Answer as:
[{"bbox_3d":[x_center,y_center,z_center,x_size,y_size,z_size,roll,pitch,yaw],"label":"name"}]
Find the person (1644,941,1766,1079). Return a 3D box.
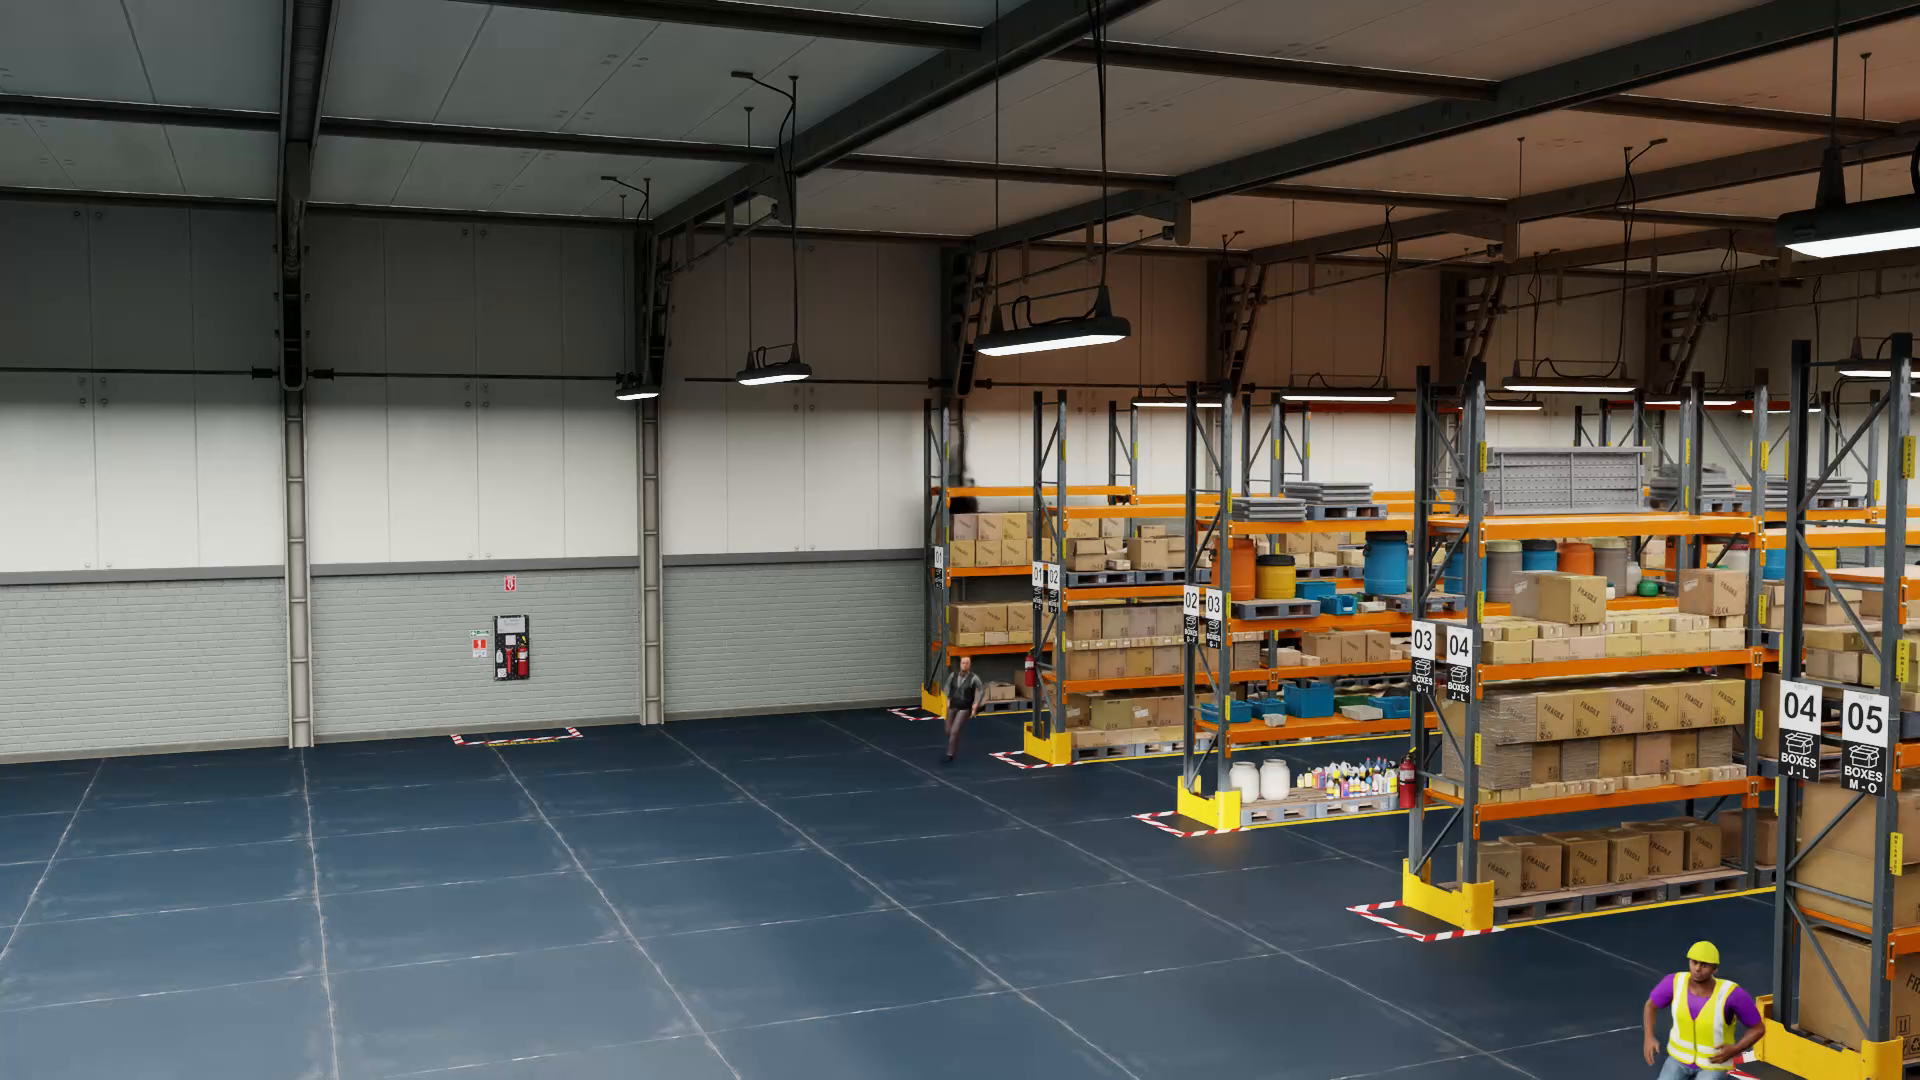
[{"bbox_3d":[5.127,3.642,11.606,0.887,1.760,0.663,2,4,35],"label":"person"}]

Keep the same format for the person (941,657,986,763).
[{"bbox_3d":[0.048,2.735,26.972,0.737,1.689,0.778,1,4,20],"label":"person"}]

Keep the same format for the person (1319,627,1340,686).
[{"bbox_3d":[7.148,2.473,31.836,0.525,1.666,0.574,-2,4,-31],"label":"person"}]

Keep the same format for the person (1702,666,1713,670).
[{"bbox_3d":[12.996,2.633,28.644,0.782,1.682,0.674,-2,4,-27],"label":"person"}]
